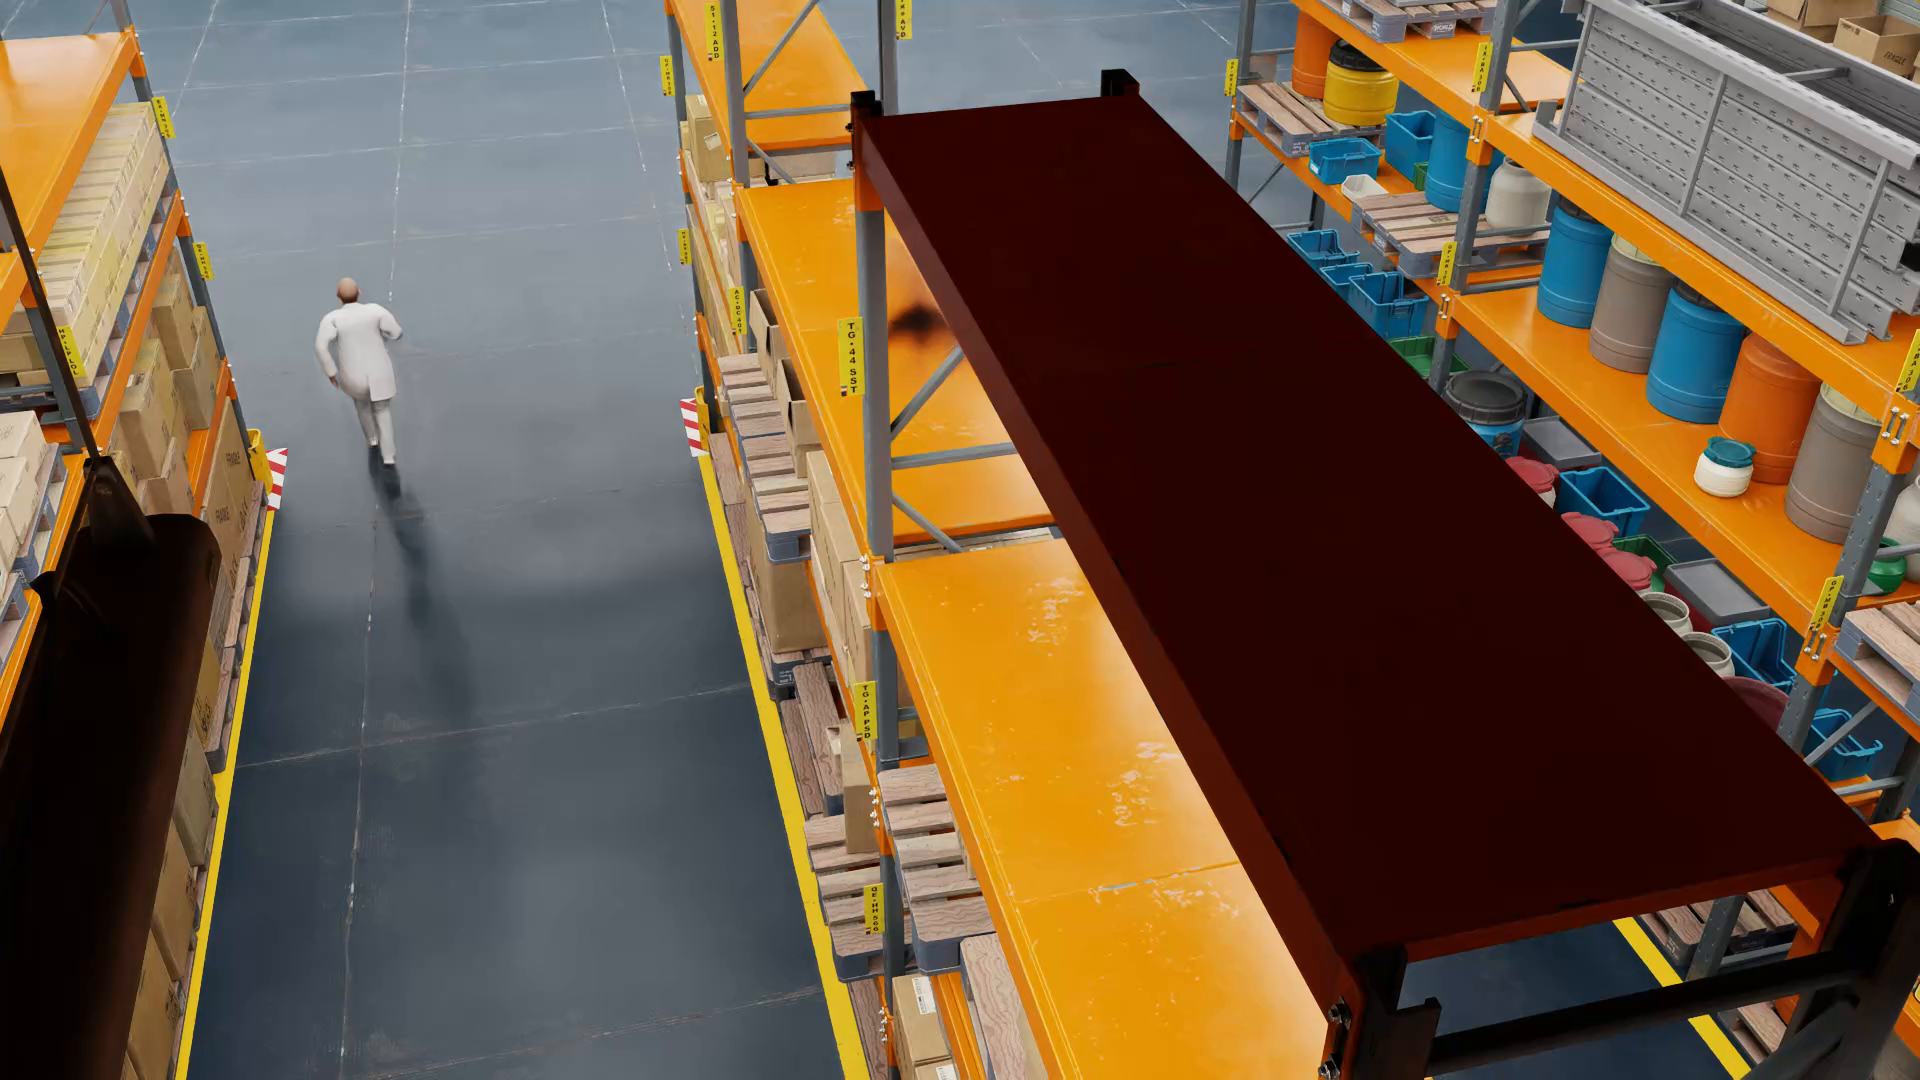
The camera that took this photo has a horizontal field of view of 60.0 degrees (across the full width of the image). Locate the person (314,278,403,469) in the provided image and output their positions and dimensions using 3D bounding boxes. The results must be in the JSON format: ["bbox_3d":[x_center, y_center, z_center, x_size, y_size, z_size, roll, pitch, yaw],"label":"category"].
[{"bbox_3d":[-5.221,-1.453,14.649,0.741,1.799,1.020,-12,36,-17],"label":"person"}]

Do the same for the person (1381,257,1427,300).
[{"bbox_3d":[4.318,-2.428,16.095,0.687,1.692,0.941,-14,37,-20],"label":"person"}]
